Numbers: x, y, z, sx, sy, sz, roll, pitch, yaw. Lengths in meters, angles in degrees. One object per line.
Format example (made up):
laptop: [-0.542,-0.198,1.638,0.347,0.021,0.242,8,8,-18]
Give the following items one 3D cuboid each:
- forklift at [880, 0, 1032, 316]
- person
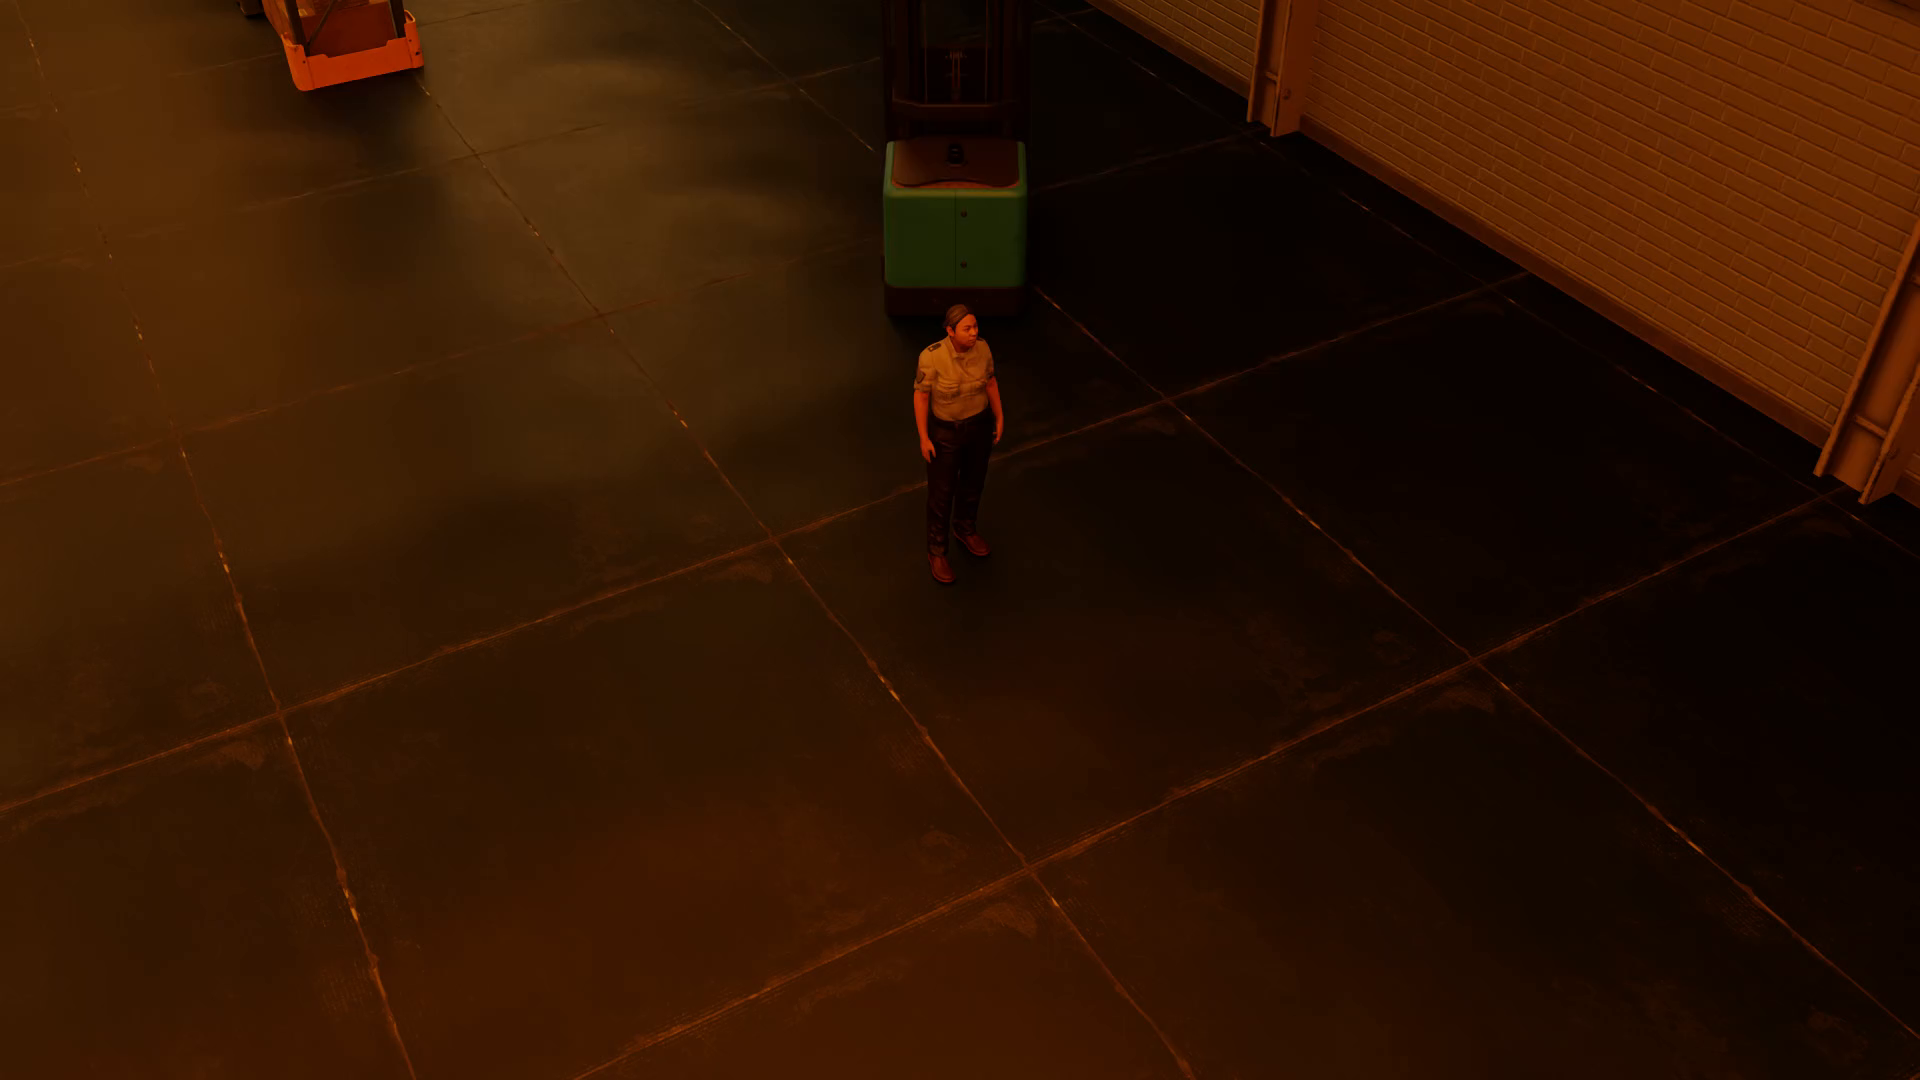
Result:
forklift: [-0.026,-3.681,12.475,1.130,2.935,3.031,0,40,0]
person: [0.025,-0.580,9.736,0.598,1.640,0.503,-20,44,-23]
